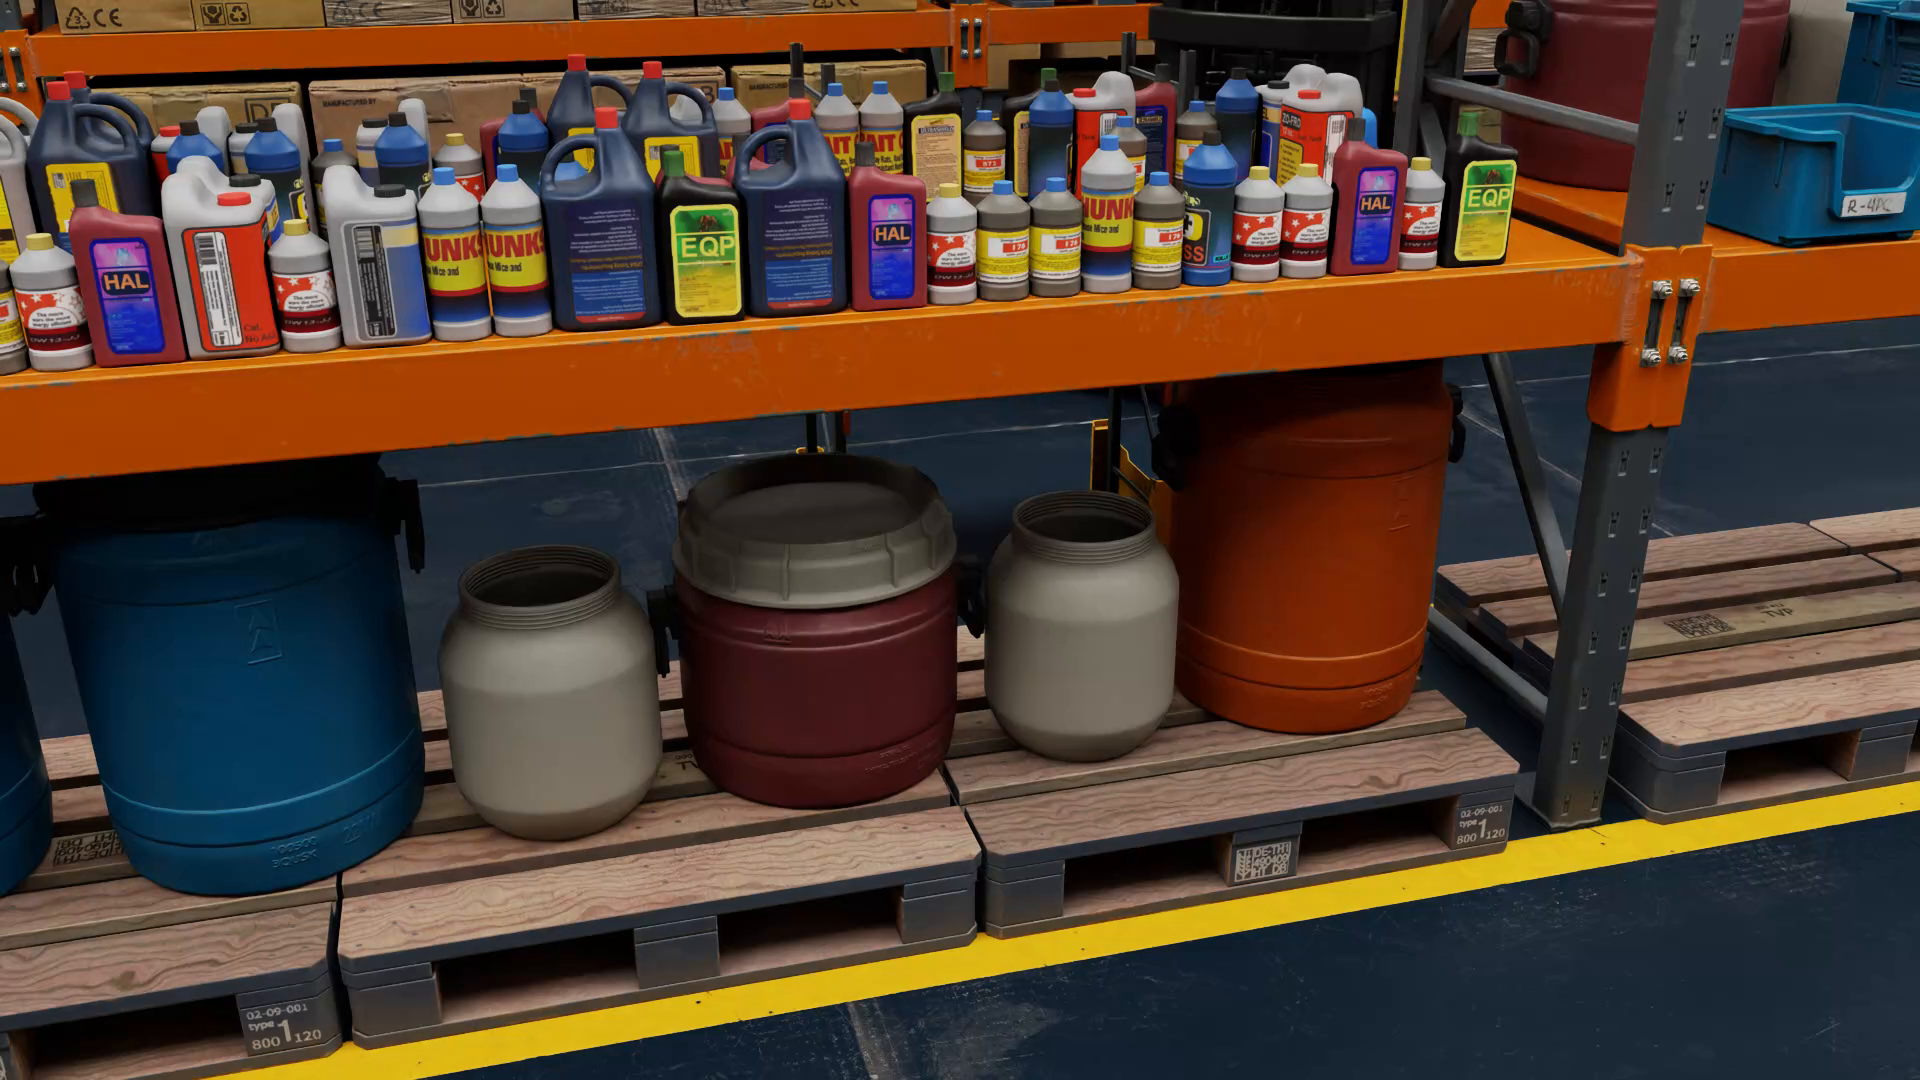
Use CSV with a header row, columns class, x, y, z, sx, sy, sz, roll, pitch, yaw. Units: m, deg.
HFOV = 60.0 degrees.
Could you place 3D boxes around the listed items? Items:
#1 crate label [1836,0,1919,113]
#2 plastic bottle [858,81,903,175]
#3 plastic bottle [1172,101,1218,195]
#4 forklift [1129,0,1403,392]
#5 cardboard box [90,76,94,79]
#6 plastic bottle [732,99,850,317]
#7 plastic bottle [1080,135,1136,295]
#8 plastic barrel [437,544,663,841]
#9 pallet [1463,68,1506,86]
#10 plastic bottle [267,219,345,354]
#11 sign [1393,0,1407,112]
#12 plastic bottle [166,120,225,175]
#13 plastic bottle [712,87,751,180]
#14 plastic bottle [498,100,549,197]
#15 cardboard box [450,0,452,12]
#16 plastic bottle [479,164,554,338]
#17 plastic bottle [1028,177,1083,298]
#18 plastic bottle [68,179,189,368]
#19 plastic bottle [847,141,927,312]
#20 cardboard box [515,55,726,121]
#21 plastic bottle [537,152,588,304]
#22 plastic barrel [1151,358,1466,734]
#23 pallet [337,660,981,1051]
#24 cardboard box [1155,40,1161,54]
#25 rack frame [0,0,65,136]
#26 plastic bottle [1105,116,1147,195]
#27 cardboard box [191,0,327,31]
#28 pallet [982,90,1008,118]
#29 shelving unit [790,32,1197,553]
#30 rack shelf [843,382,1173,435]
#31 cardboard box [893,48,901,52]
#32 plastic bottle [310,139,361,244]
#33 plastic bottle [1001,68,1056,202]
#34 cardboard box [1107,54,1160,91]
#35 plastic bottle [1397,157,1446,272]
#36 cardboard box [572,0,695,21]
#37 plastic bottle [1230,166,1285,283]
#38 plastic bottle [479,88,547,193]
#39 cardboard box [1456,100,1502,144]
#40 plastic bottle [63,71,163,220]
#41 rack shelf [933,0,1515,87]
class,x,y,z,sx,sy,sz,roll,pitch,yaw
crate label,2.279,-0.938,3.588,0.616,0.435,0.502,-6,24,-14
plastic bottle,-0.169,-0.846,3.582,0.097,0.271,0.097,0,23,0
plastic bottle,0.533,-0.892,3.777,0.097,0.201,0.097,0,23,0
forklift,1.534,-2.364,7.043,1.130,2.935,3.031,13,27,28
cardboard box,-5.927,-3.215,11.267,0.250,0.149,0.380,-7,24,-15
plastic bottle,-0.289,-0.568,2.833,0.185,0.351,0.144,-6,24,-14
plastic bottle,0.262,-0.583,2.969,0.097,0.271,0.097,0,23,0
plastic barrel,-0.824,0.304,3.359,0.421,0.512,0.421,0,23,0
pallet,4.451,-4.020,14.352,1.213,0.211,1.003,-6,24,-14
plastic bottle,-1.042,-0.407,2.646,0.097,0.201,0.097,0,23,0
sign,1.094,-1.202,4.040,0.005,0.325,0.100,-6,24,-14
plastic bottle,-1.420,-0.646,3.114,0.097,0.271,0.097,0,23,0
plastic bottle,-0.485,-0.811,3.500,0.097,0.271,0.097,0,23,0
plastic bottle,-0.870,-0.744,3.343,0.097,0.271,0.097,0,23,0
cardboard box,-2.583,-2.681,7.568,0.500,0.500,0.500,-7,24,-15
plastic bottle,-0.725,-0.474,2.714,0.097,0.271,0.097,0,23,0
plastic bottle,0.169,-0.541,2.958,0.097,0.201,0.097,0,23,0
plastic bottle,-1.278,-0.411,2.552,0.133,0.283,0.061,-6,24,-14
plastic bottle,-0.125,-0.538,2.849,0.133,0.283,0.061,-6,24,-14
cardboard box,-1.619,-1.858,7.939,0.875,0.875,1.225,-6,24,-14
plastic bottle,-0.671,-0.539,2.866,0.097,0.271,0.097,0,23,0
plastic barrel,0.783,-0.056,3.796,0.708,0.830,0.600,-6,24,-14
pallet,-0.670,0.591,3.605,1.213,0.211,1.003,-6,24,-14
cardboard box,1.947,-4.178,13.504,0.750,0.750,1.050,-6,24,-15
rack frame,-3.939,-2.373,6.977,0.127,3.000,1.000,-6,24,-14
plastic bottle,0.352,-0.810,3.585,0.097,0.201,0.097,0,23,0
cardboard box,-2.945,-2.427,6.976,0.500,0.500,0.500,-6,24,-14
pallet,0.621,-3.596,13.362,1.213,0.211,1.003,-6,24,-14
shelving unit,0.073,-0.697,4.973,1.083,1.500,0.587,-6,24,-14
rack shelf,0.082,-0.533,5.046,1.000,0.185,0.538,-6,24,-14
cardboard box,-0.720,-3.883,12.816,0.750,0.750,1.050,-7,24,-15
plastic bottle,-1.238,-0.696,3.320,0.097,0.201,0.097,0,23,0
plastic bottle,0.159,-0.896,3.681,0.133,0.283,0.061,-6,24,-14
cardboard box,1.057,-2.340,8.562,0.500,0.250,0.500,-4,23,-8
plastic bottle,0.860,-0.617,3.136,0.097,0.201,0.097,0,23,0
cardboard box,-1.477,-2.591,7.358,0.500,0.500,0.500,-7,24,-16
plastic bottle,0.544,-0.582,3.055,0.097,0.201,0.097,0,23,0
plastic bottle,-0.909,-0.778,3.406,0.133,0.283,0.061,-6,24,-14
cardboard box,2.702,-2.178,9.134,0.500,0.500,0.700,-6,24,-15
plastic bottle,-1.627,-0.712,3.168,0.185,0.351,0.144,-6,24,-14
rack shelf,1.838,-2.682,8.608,4.000,0.370,1.077,-6,24,-14
